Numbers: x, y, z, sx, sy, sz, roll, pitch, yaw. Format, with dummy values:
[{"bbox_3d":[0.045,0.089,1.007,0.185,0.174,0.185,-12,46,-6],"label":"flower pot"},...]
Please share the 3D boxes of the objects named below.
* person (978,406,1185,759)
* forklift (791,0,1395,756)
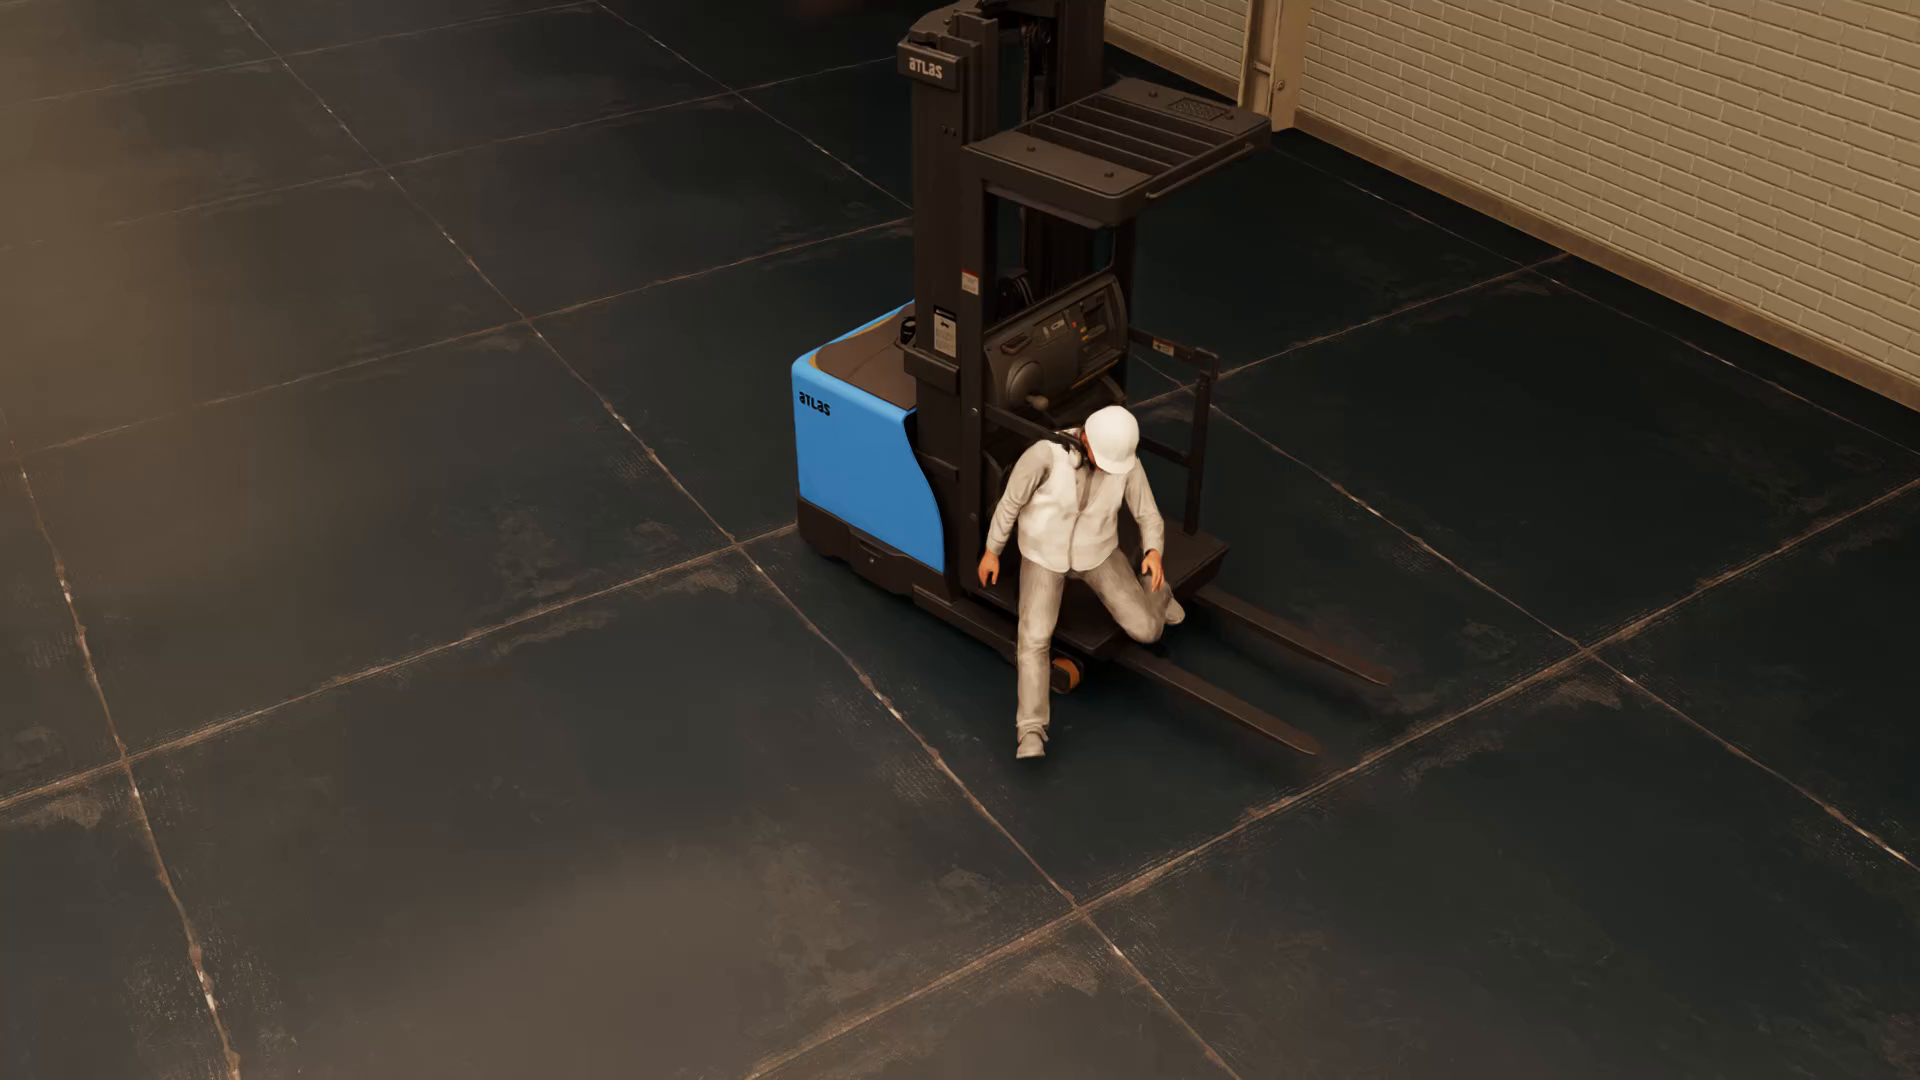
[{"bbox_3d":[0.565,0.145,7.104,0.965,1.477,1.105,-1,35,-1],"label":"person"},{"bbox_3d":[0.595,-0.832,7.332,3.031,2.935,1.130,27,43,33],"label":"forklift"}]
